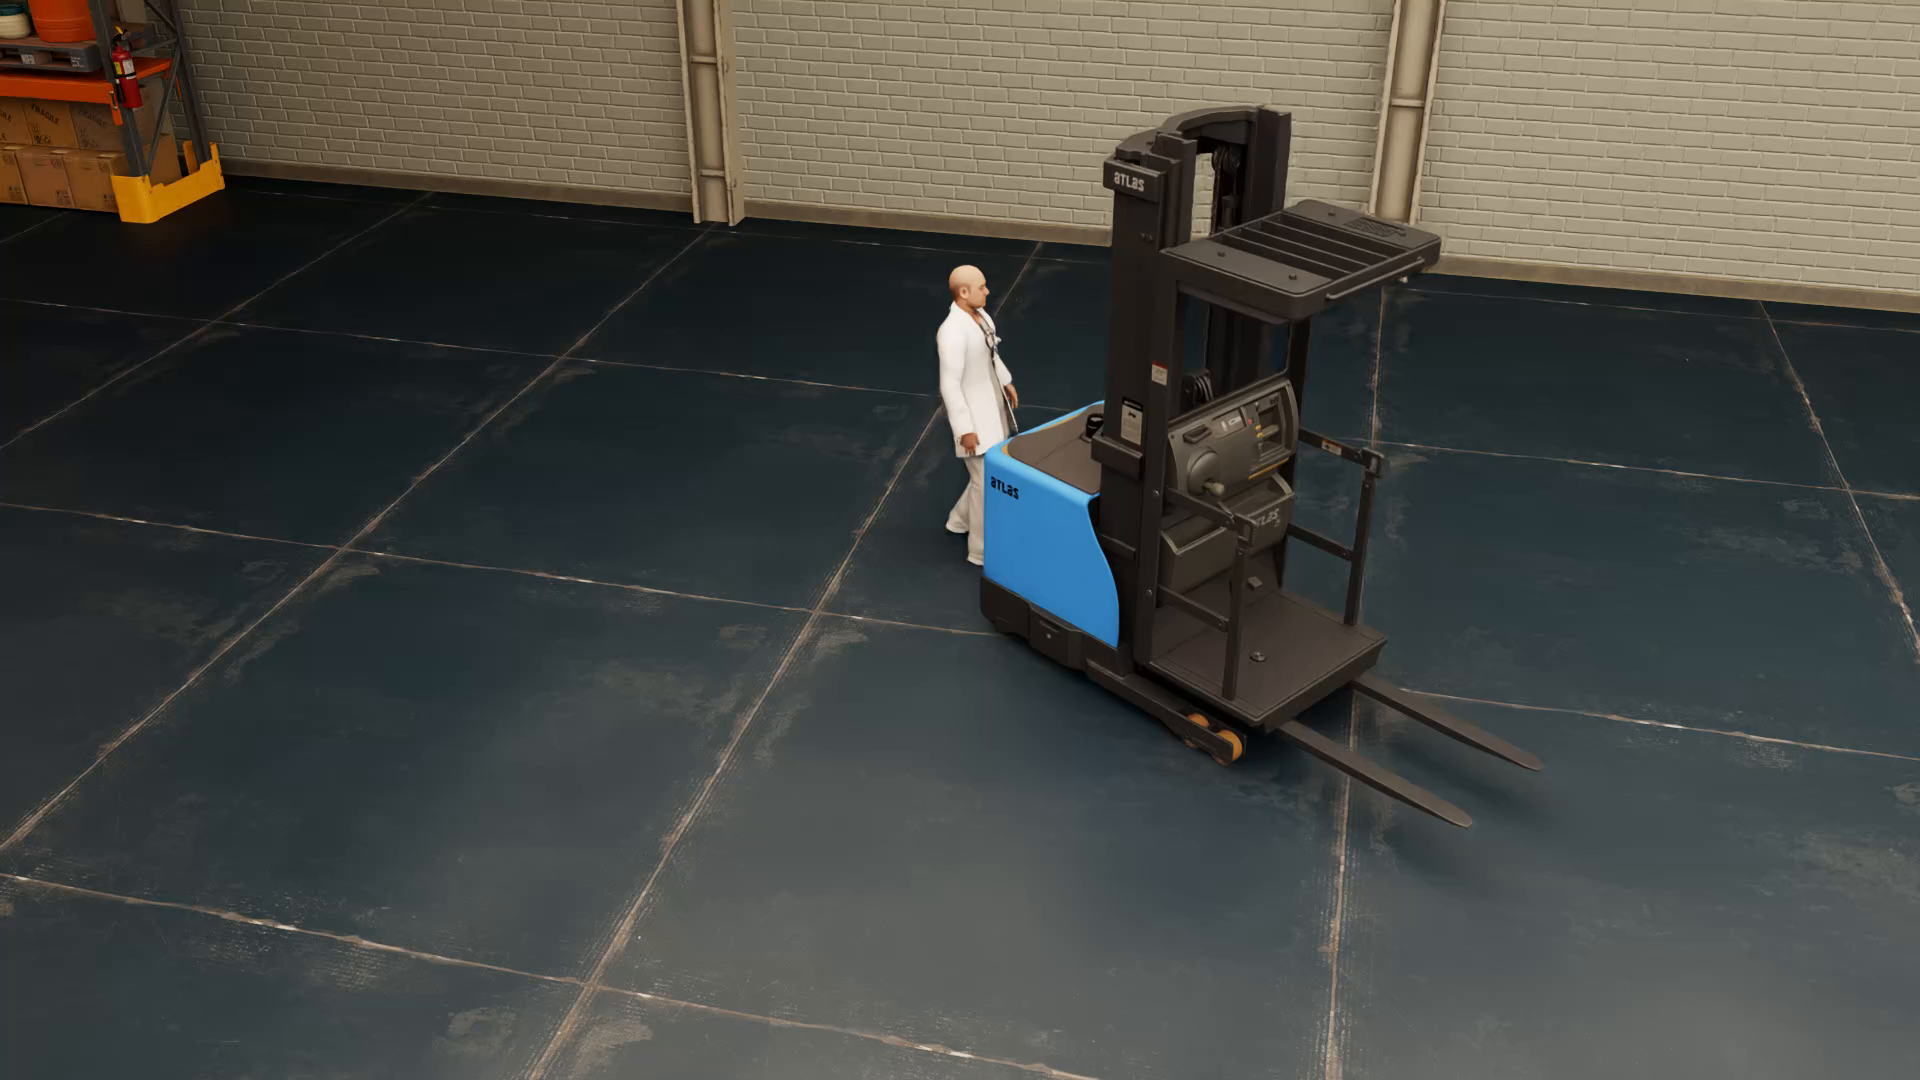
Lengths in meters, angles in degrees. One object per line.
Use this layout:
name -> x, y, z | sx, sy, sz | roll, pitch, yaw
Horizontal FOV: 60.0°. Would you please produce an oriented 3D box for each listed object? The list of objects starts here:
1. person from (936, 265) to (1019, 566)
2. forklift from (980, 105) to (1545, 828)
person -> 0.191, -0.739, 9.707 | 0.609, 1.753, 0.767 | 10, 31, 17
forklift -> 1.483, -0.456, 7.975 | 1.130, 2.935, 3.031 | -24, 38, -36
